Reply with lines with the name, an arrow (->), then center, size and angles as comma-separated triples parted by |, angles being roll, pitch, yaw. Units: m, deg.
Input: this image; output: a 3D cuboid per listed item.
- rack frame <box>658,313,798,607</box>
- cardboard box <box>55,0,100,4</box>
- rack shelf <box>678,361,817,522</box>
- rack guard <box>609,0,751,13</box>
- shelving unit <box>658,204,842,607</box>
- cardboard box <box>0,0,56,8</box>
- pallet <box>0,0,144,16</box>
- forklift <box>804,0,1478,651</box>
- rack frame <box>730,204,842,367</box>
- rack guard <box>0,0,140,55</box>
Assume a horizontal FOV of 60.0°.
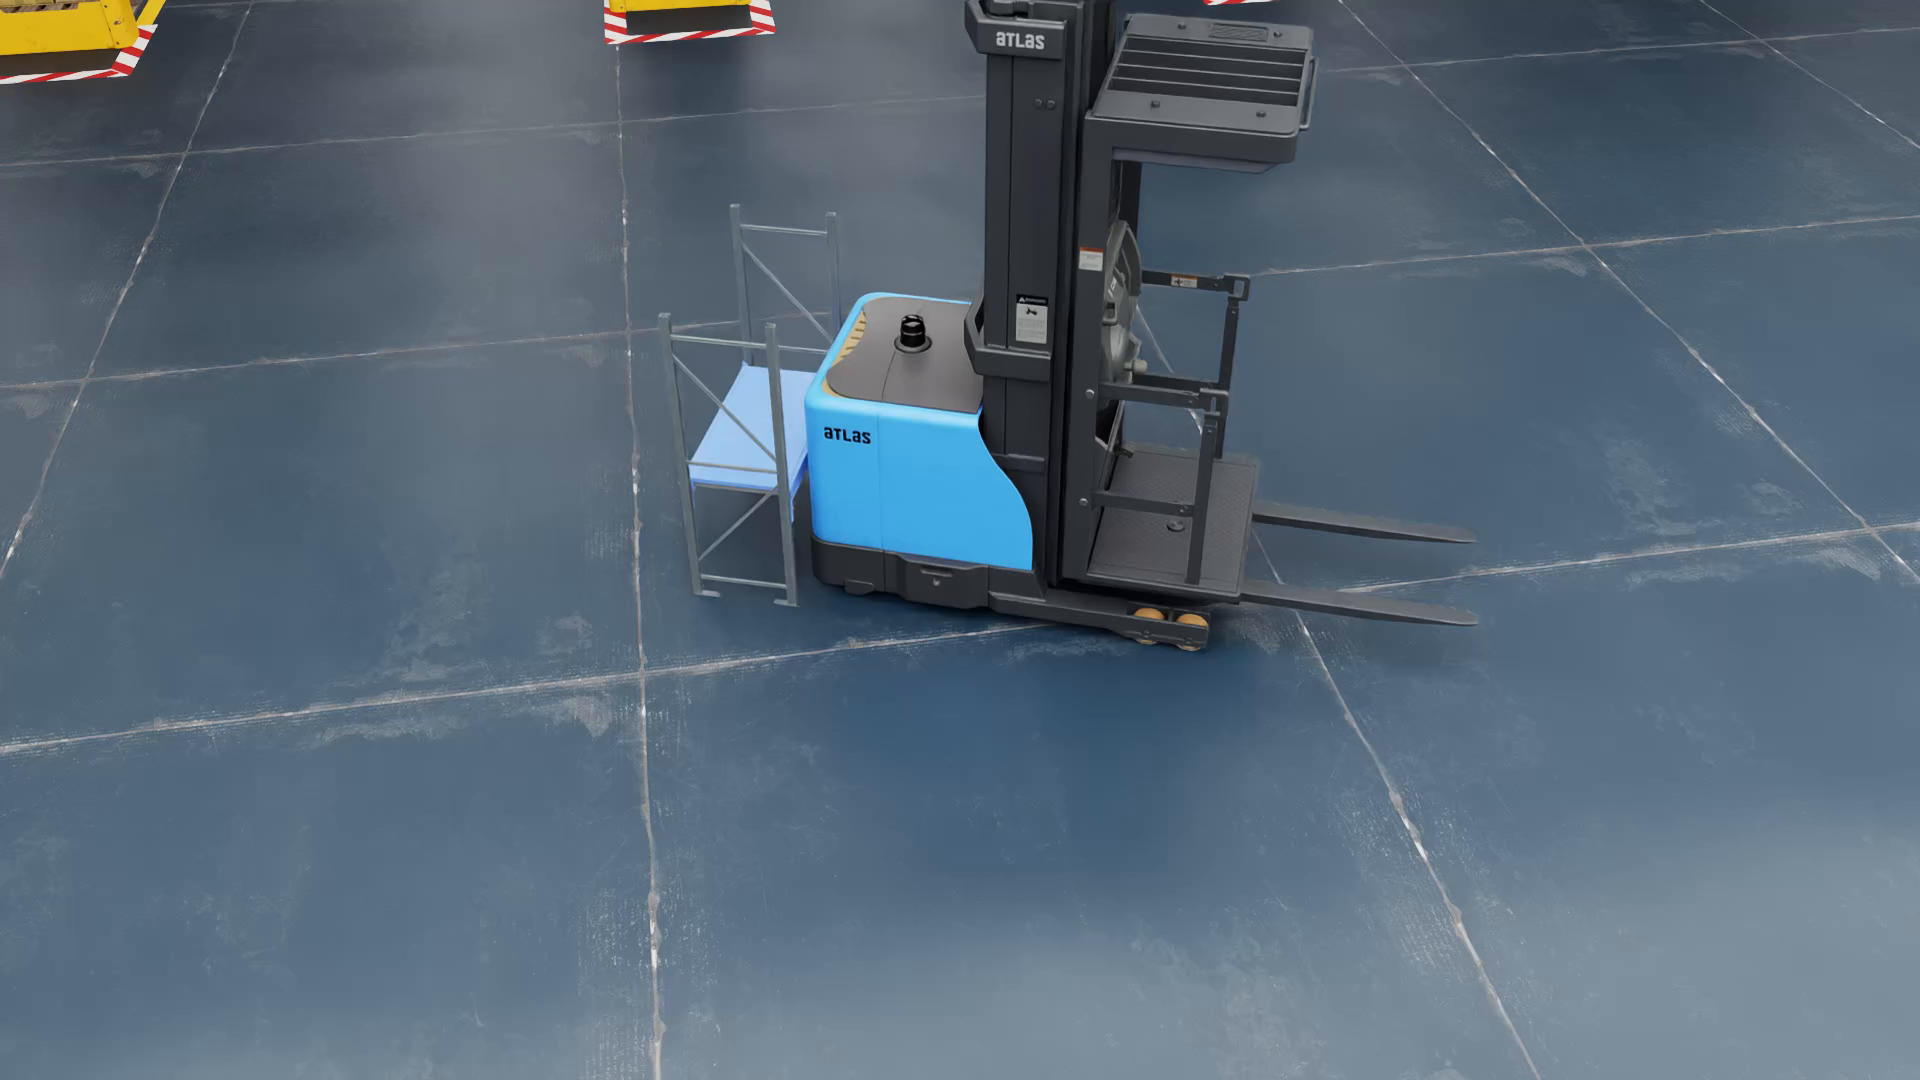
rack frame -> -1.004, -0.317, 7.336 | 0.500, 1.500, 0.032 | 7, 38, 8
cardboard box -> -7.042, -4.569, 13.485 | 0.500, 0.250, 0.500 | -6, 38, -8
rack shelf -> -0.910, -0.482, 7.840 | 0.538, 0.185, 1.000 | 7, 38, 8
rack guard -> -2.350, -4.725, 13.825 | 1.175, 0.500, 0.348 | -6, 38, -8
shelving unit -> -0.910, -0.624, 7.730 | 0.538, 1.500, 1.048 | 7, 38, 8
cardboard box -> -7.552, -4.513, 13.413 | 0.500, 0.250, 0.500 | -6, 38, -8
pallet -> -7.343, -4.497, 13.767 | 1.003, 0.211, 1.213 | -6, 38, -8
forklift -> 0.877, -1.018, 7.071 | 3.031, 2.935, 1.130 | 8, 39, 10
rack frame -> -0.816, -0.930, 8.125 | 0.500, 1.500, 0.032 | 7, 38, 8
rack guard -> -7.163, -4.139, 13.071 | 1.175, 0.500, 0.348 | -6, 38, -8
